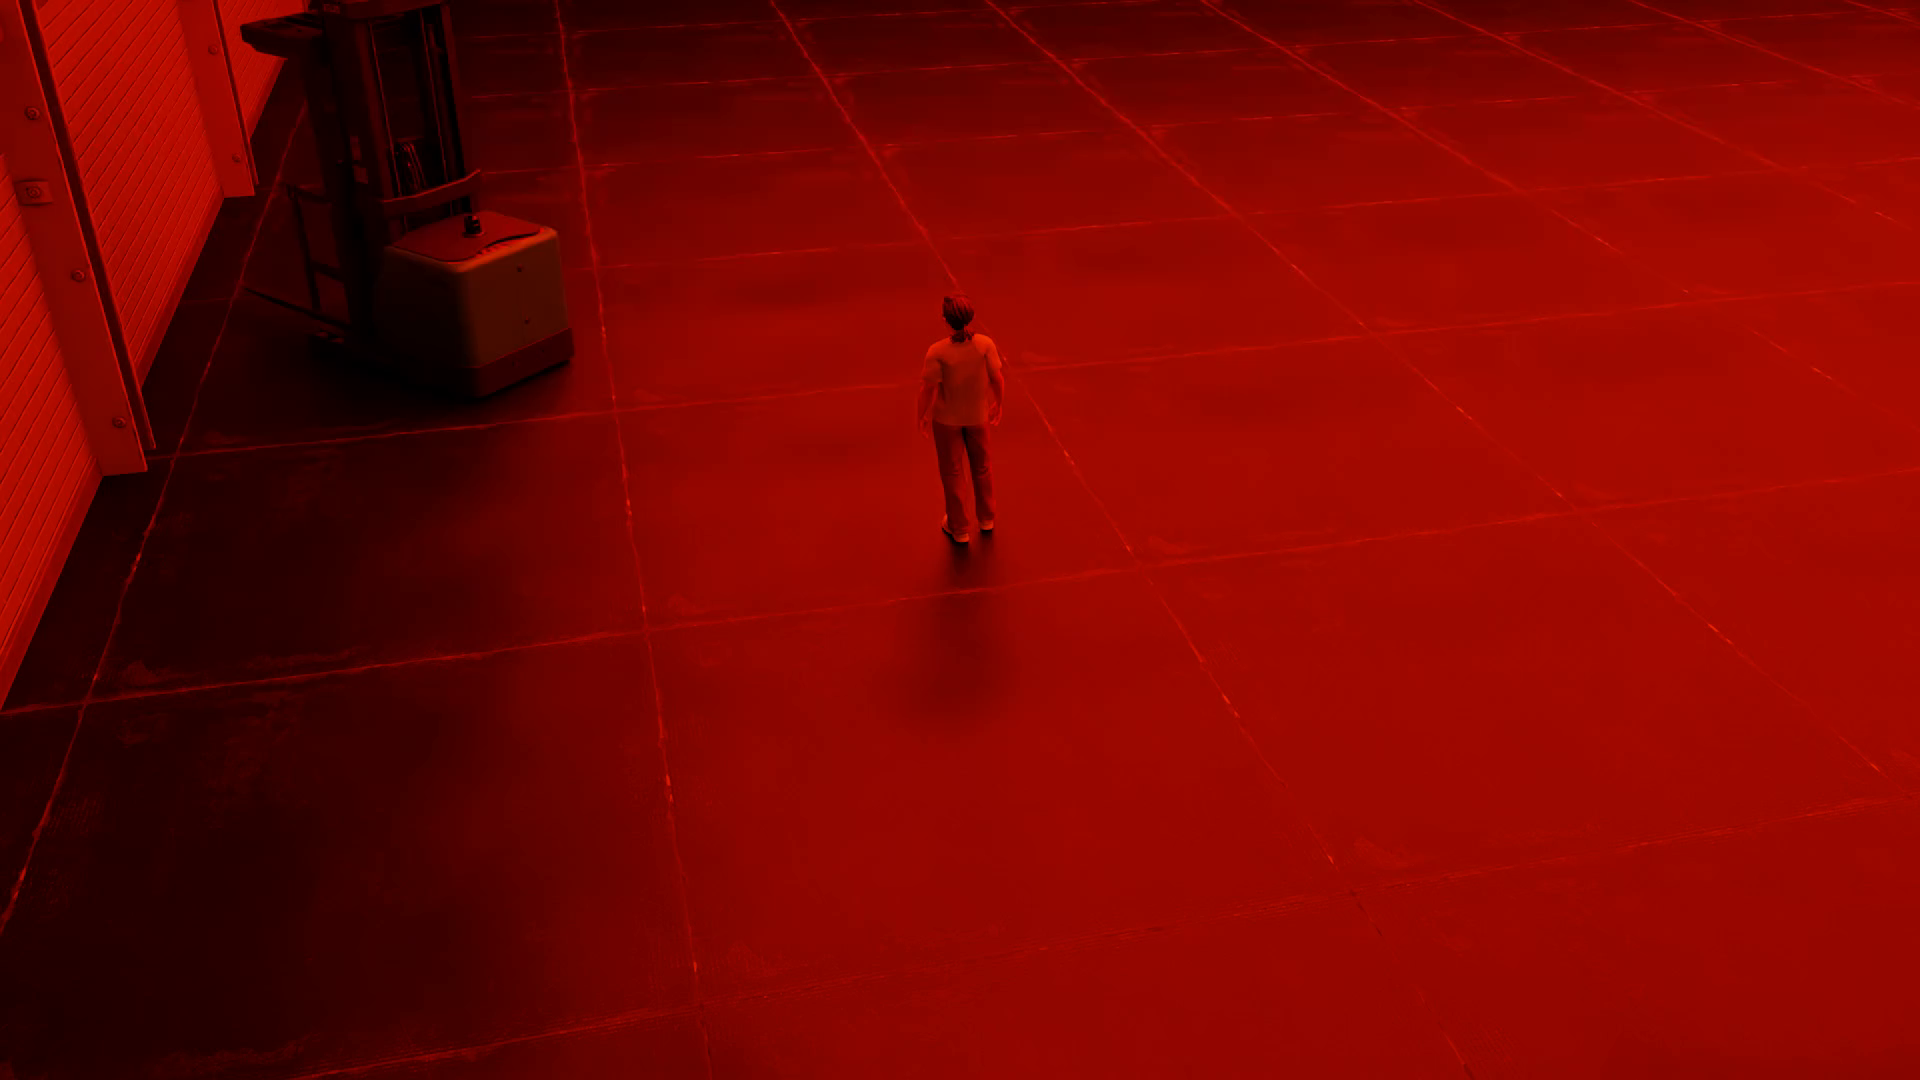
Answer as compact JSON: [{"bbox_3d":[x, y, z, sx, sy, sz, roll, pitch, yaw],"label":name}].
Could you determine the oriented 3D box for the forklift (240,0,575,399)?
[{"bbox_3d":[-4.472,-2.871,12.533,3.031,2.935,1.130,19,35,30],"label":"forklift"}]

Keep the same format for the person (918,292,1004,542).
[{"bbox_3d":[-0.007,-0.768,10.141,0.555,1.675,0.549,-7,31,-12],"label":"person"}]
